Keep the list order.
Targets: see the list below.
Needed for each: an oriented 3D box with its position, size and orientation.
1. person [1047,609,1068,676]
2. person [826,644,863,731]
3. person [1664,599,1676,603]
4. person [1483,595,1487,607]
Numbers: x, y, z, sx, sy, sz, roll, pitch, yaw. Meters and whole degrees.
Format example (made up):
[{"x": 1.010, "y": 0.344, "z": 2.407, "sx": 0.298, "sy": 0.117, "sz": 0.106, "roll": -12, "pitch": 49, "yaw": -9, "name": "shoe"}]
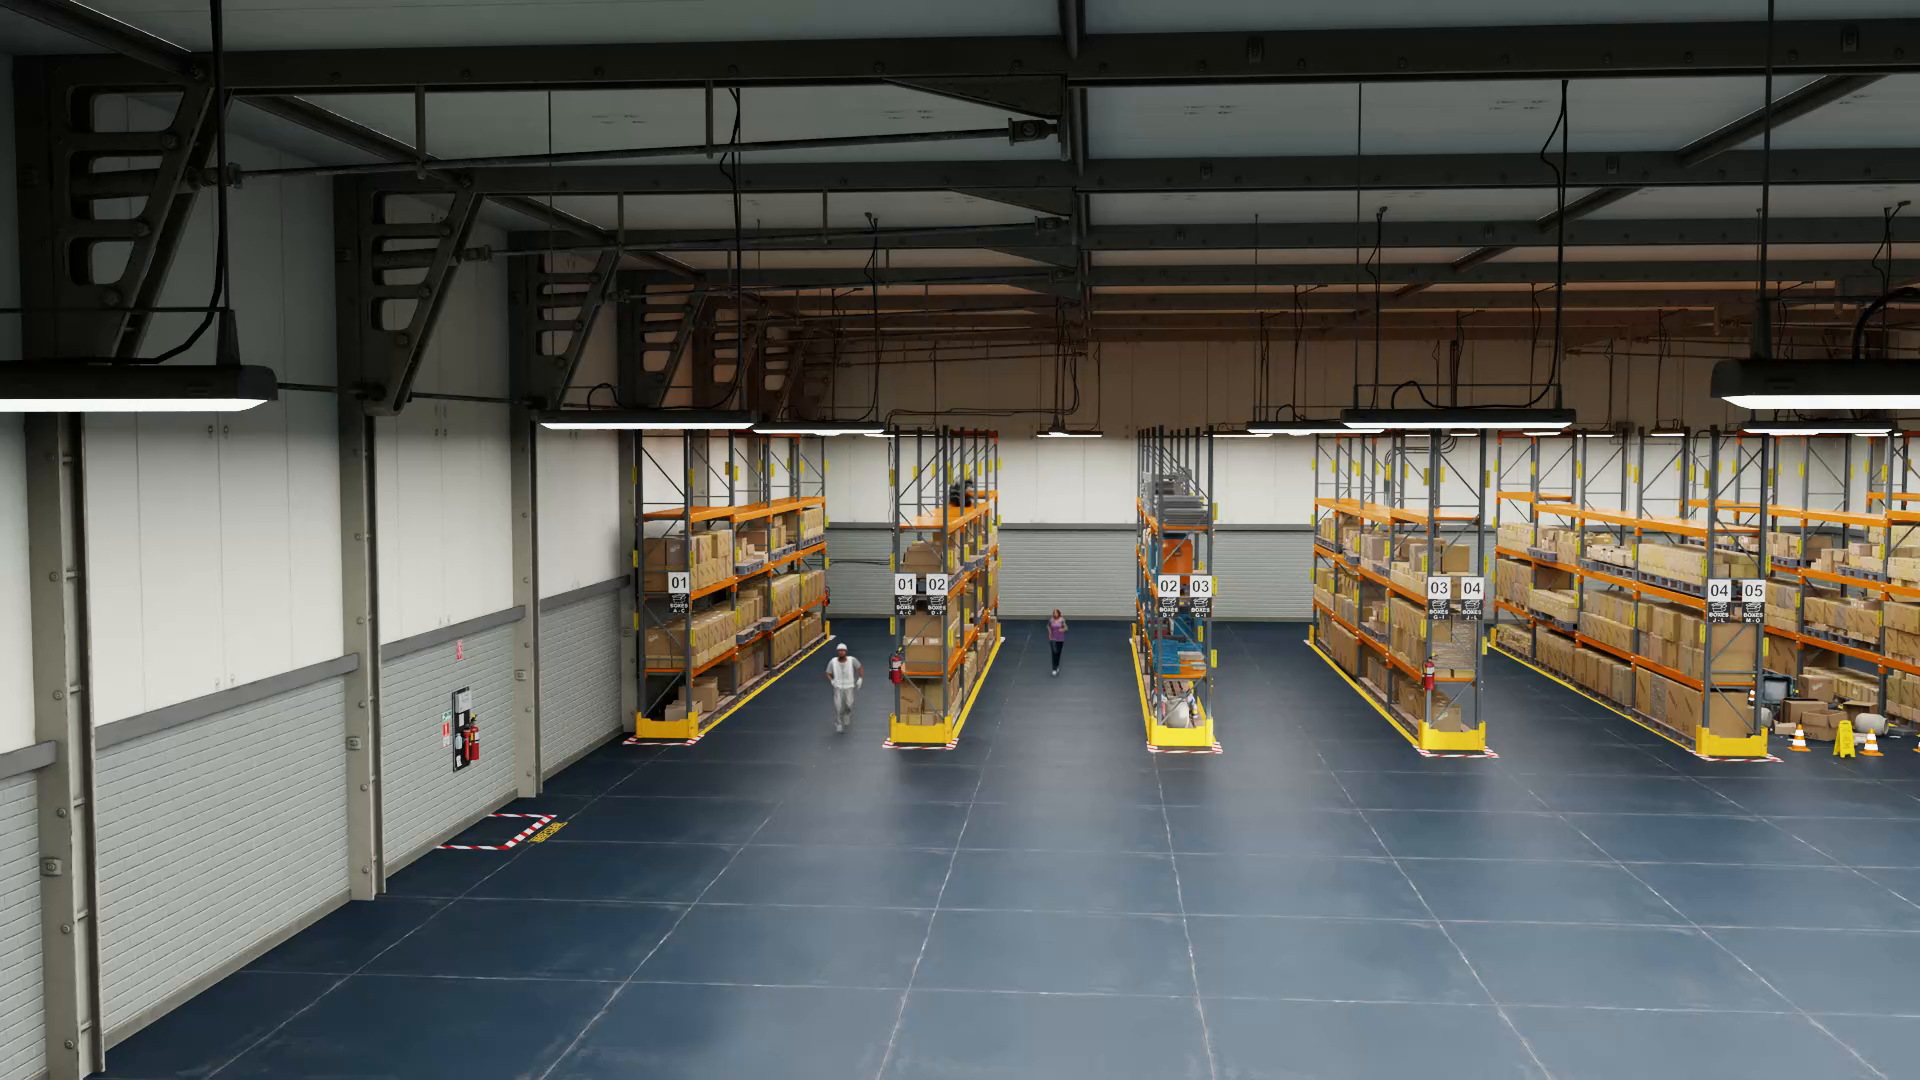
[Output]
[{"x": 2.382, "y": 2.487, "z": 40.643, "sx": 0.513, "sy": 1.644, "sz": 0.733, "roll": 0, "pitch": 3, "yaw": 2, "name": "person"}, {"x": -2.269, "y": 2.898, "z": 32.519, "sx": 0.723, "sy": 1.737, "sz": 0.640, "roll": 0, "pitch": 3, "yaw": -2, "name": "person"}, {"x": 20.207, "y": 2.092, "z": 47.216, "sx": 0.533, "sy": 1.595, "sz": 0.671, "roll": 2, "pitch": 4, "yaw": 30, "name": "person"}, {"x": 14.539, "y": 2.073, "z": 47.195, "sx": 0.949, "sy": 1.619, "sz": 0.729, "roll": -1, "pitch": 4, "yaw": -18, "name": "person"}]
